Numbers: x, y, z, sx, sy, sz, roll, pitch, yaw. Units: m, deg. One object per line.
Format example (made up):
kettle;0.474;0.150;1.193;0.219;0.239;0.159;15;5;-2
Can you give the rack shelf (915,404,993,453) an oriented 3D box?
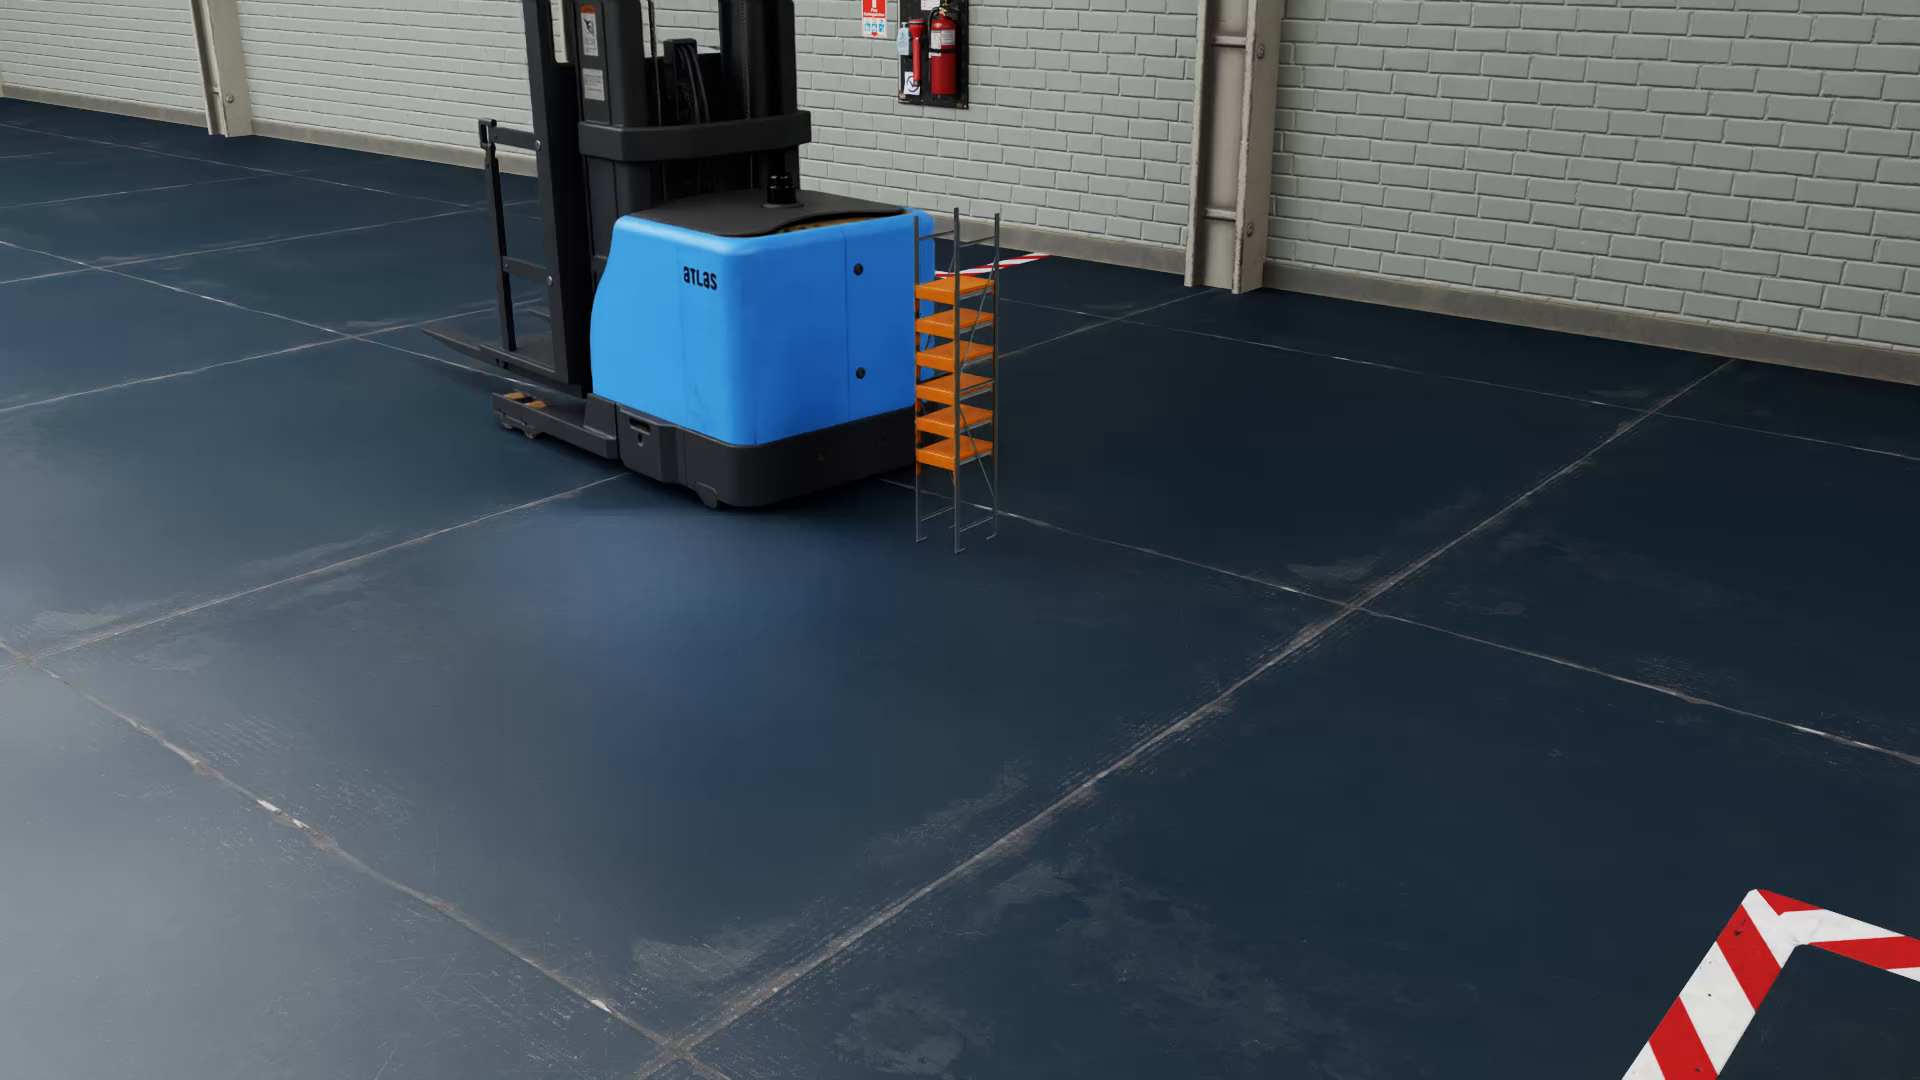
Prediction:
rack shelf;-0.011;-0.411;6.023;0.180;0.103;0.258;16;26;36

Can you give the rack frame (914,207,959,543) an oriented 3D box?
rack frame;-0.082;-0.585;6.019;0.006;1.200;0.240;16;26;36

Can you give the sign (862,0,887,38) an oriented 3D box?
sign;-0.606;-3.721;11.733;0.234;0.329;0.001;16;26;36

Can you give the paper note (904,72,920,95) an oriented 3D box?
paper note;-0.336;-3.199;11.648;0.142;0.148;0.016;16;26;36

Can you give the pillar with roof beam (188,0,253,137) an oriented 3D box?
pillar with roof beam;-10.371;-7.298;12.768;0.400;9.000;9.100;16;26;36

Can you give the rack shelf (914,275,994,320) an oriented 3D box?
rack shelf;-0.011;-0.860;5.854;0.180;0.103;0.258;16;26;36

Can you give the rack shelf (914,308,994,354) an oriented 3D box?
rack shelf;-0.011;-0.748;5.896;0.180;0.103;0.258;16;26;36

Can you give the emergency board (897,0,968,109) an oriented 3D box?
emergency board;-0.243;-3.552;11.337;0.643;1.169;0.194;16;26;36

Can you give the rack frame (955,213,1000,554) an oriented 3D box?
rack frame;0.060;-0.544;5.911;0.006;1.200;0.240;16;26;36

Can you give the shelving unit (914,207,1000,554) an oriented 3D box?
shelving unit;-0.011;-0.565;5.965;0.189;1.200;0.258;16;26;36

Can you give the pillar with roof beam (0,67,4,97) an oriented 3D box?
pillar with roof beam;-15.019;-8.637;16.318;0.400;9.000;9.100;16;26;36

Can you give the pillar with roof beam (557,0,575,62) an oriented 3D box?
pillar with roof beam;-5.723;-5.960;9.218;0.400;9.000;9.100;16;26;36

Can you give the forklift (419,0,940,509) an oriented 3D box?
forklift;-1.456;-1.928;7.127;1.130;2.935;3.031;-18;27;-40

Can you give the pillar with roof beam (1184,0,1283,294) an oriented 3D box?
pillar with roof beam;-1.074;-4.621;5.669;0.400;9.000;9.100;16;26;36

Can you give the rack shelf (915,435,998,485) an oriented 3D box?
rack shelf;-0.011;-0.298;6.065;0.180;0.103;0.258;16;26;36

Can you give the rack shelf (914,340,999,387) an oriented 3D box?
rack shelf;-0.011;-0.635;5.938;0.180;0.103;0.258;16;26;36

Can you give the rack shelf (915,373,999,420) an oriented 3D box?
rack shelf;-0.011;-0.523;5.981;0.180;0.103;0.258;16;26;36
